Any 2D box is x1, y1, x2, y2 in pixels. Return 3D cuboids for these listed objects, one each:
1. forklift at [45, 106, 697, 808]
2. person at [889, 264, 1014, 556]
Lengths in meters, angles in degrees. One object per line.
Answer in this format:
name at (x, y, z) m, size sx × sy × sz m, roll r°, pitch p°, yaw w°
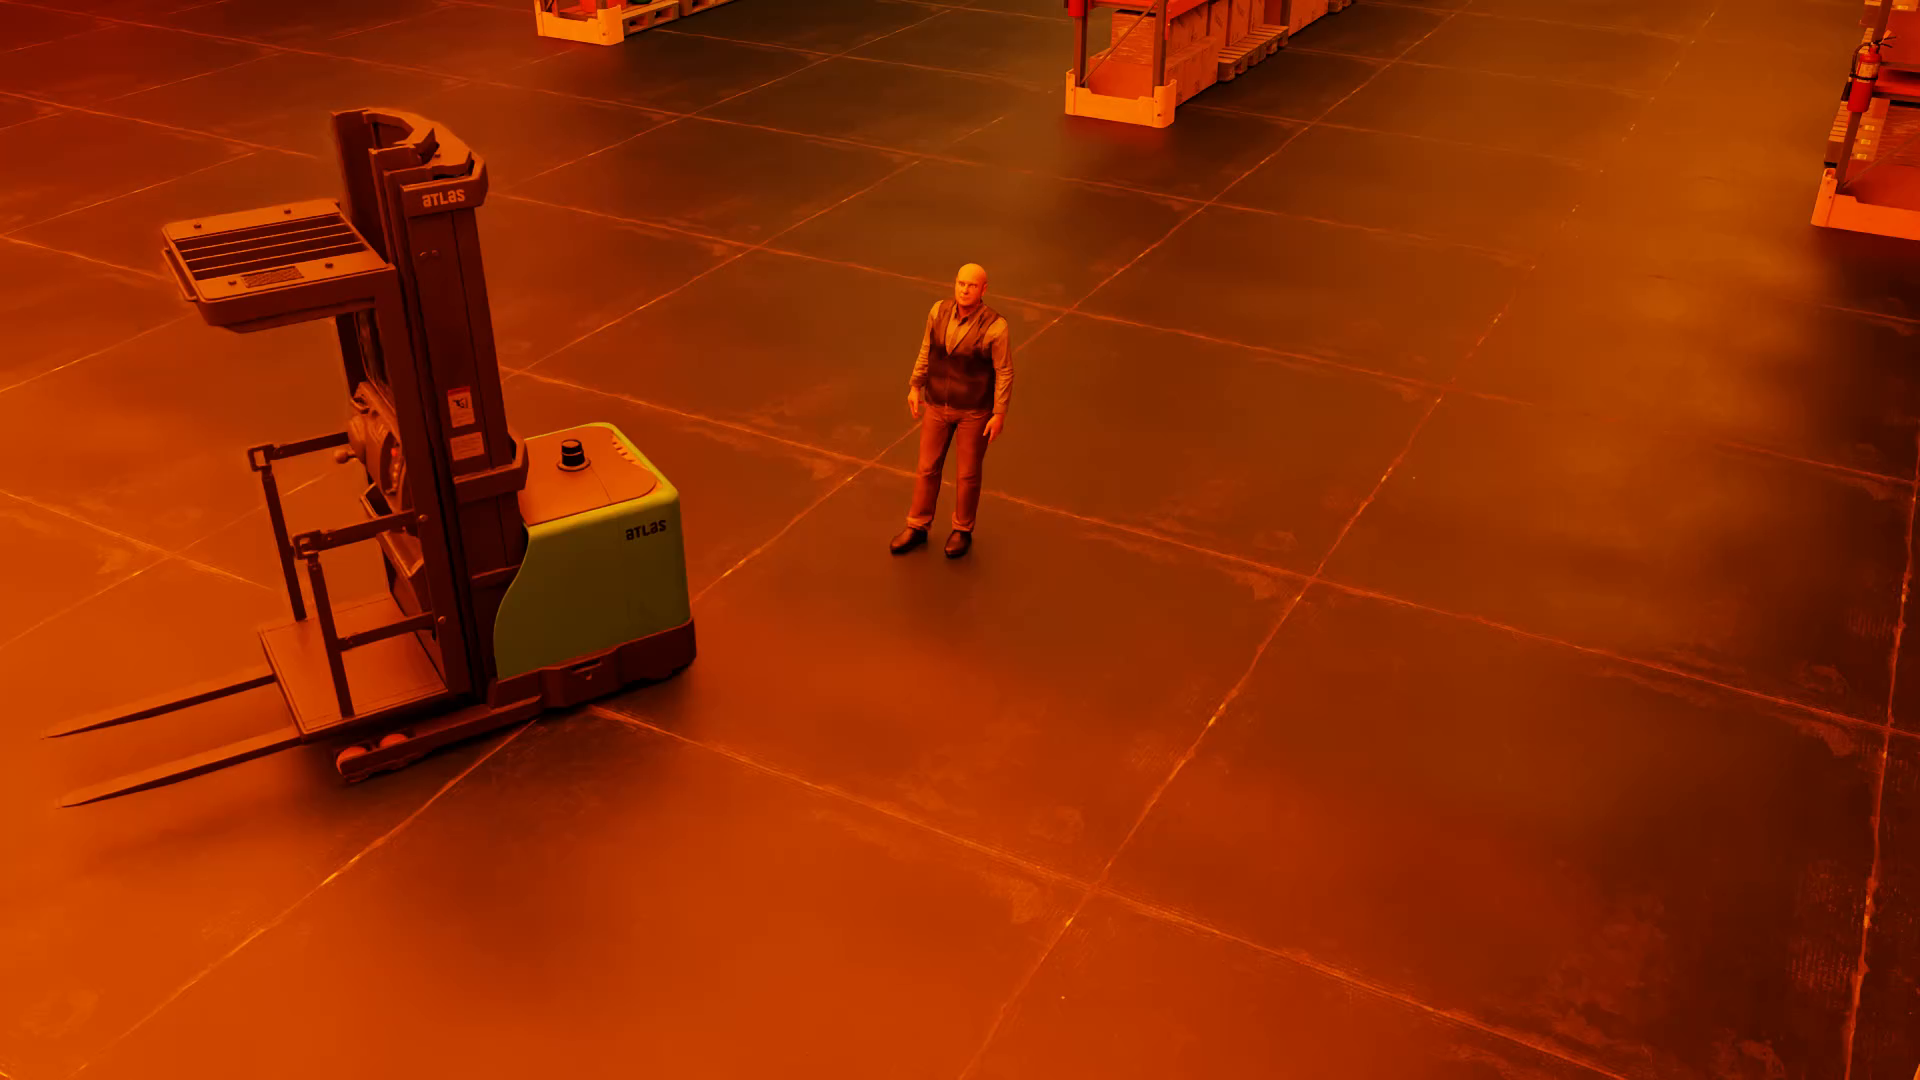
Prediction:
forklift at (-2.920, -0.411, 7.782) m, size 3.031 × 2.935 × 1.130 m, roll -17°, pitch 34°, yaw -27°
person at (-0.037, -0.726, 9.524) m, size 0.633 × 1.722 × 0.566 m, roll 15°, pitch 33°, yaw 25°
